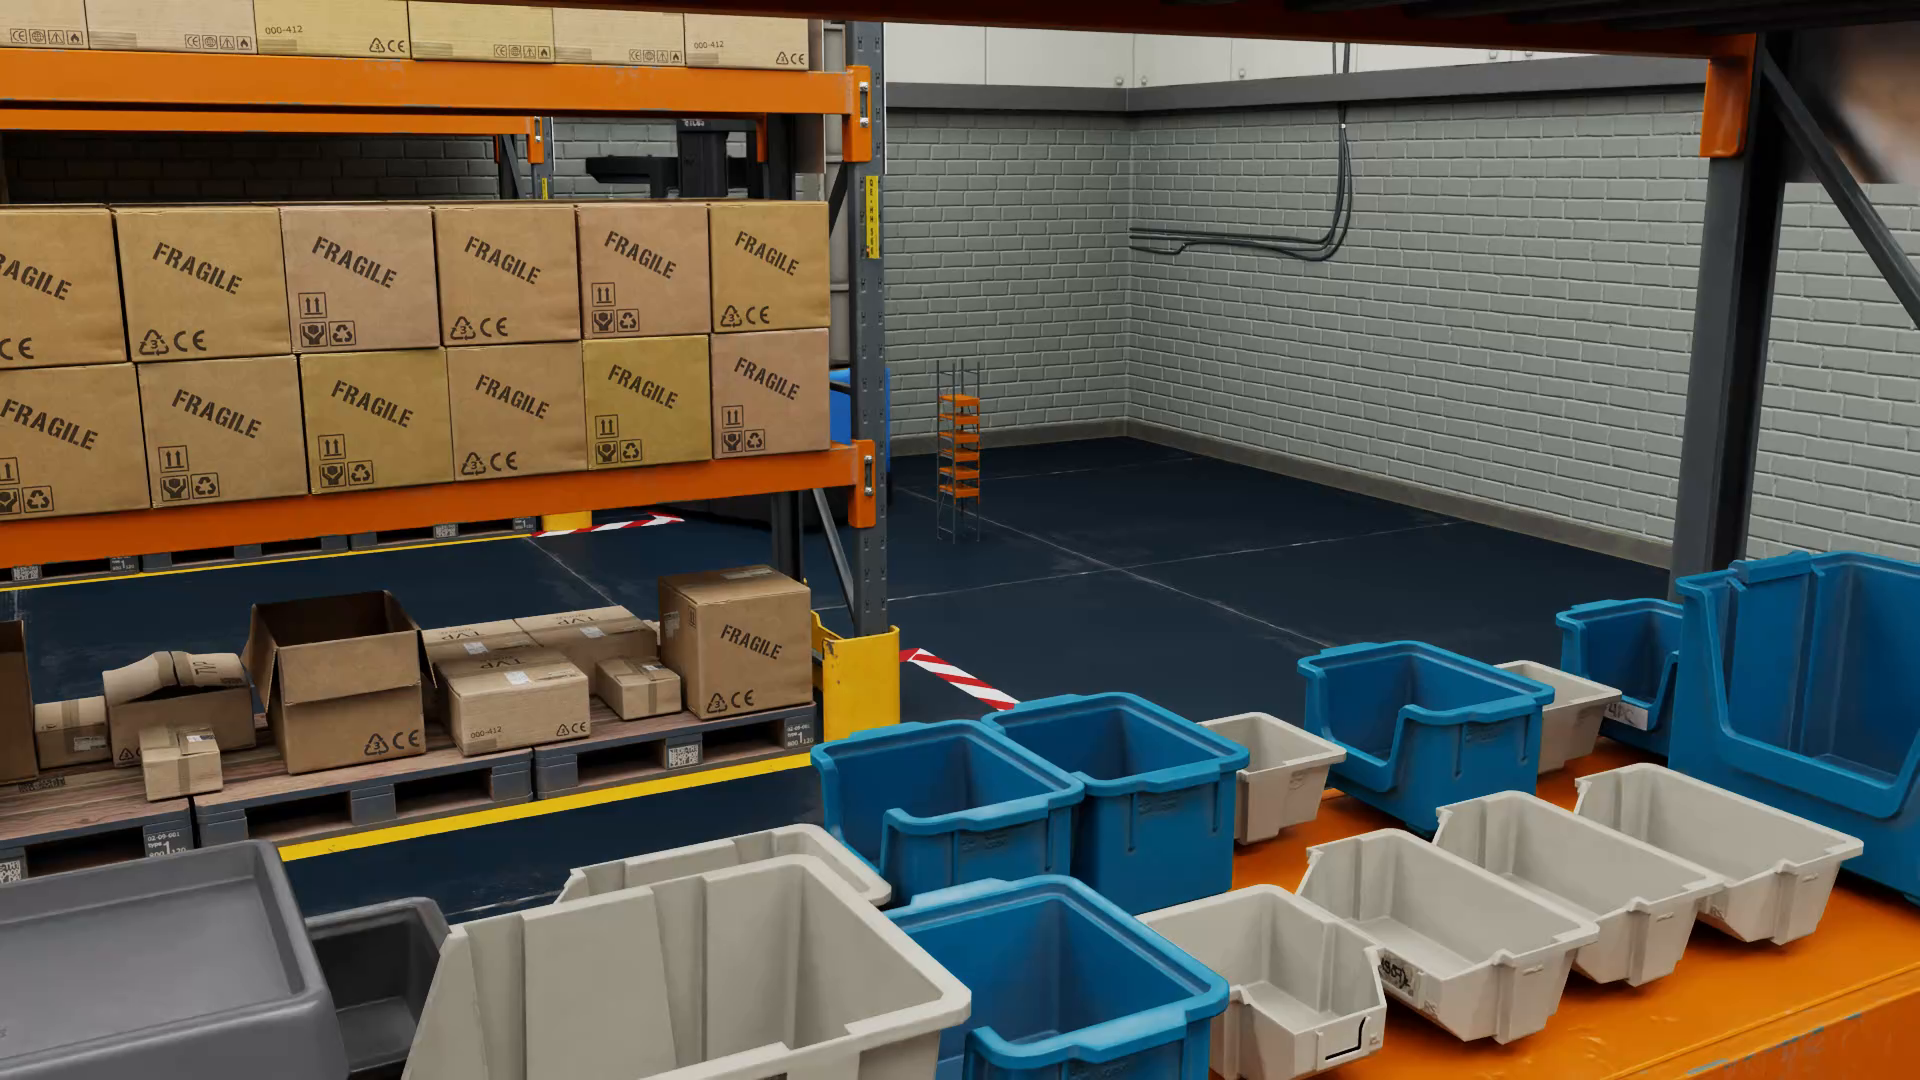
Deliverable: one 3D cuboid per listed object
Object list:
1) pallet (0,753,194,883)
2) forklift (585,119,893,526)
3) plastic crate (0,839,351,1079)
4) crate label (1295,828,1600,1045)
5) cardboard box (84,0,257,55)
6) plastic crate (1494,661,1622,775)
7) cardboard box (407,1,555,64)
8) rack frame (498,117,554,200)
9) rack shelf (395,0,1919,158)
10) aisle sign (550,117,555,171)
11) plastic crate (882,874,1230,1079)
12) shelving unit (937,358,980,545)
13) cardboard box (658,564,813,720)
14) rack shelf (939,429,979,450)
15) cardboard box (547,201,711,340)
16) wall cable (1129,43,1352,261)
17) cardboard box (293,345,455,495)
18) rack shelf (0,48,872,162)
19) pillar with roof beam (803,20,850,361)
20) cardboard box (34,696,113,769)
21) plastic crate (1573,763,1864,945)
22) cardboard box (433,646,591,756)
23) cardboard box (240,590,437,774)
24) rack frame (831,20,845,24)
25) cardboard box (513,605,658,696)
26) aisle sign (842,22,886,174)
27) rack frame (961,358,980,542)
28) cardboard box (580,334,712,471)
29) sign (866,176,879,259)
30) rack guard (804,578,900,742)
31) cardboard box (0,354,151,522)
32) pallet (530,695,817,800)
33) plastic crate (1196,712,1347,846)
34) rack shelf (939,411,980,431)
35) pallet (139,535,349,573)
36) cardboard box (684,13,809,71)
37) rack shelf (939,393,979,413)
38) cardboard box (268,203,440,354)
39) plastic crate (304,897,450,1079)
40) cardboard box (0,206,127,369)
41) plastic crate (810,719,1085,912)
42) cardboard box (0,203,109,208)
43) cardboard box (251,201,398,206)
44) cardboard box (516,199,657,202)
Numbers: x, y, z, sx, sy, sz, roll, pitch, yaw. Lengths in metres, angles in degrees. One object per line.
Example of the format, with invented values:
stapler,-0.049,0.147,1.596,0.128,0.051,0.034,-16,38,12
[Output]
pallet,-3.509,1.022,6.089,1.213,0.211,1.003,-7,14,-28
forklift,-1.977,-1.731,12.125,3.031,2.935,1.130,9,15,35
plastic crate,-0.838,0.582,1.408,0.583,0.464,0.402,-7,14,-28
crate label,0.646,0.549,2.300,0.243,0.136,0.396,-7,14,-28
cardboard box,-2.686,-1.764,5.627,0.500,0.250,0.500,-7,14,-28
plastic crate,1.073,0.347,3.198,0.298,0.136,0.250,-7,14,-28
cardboard box,-1.802,-1.867,6.084,0.500,0.250,0.500,-7,14,-28
rack frame,-2.978,-1.642,11.572,0.127,3.000,1.000,-7,14,-28
rack shelf,0.014,-0.635,1.903,4.000,0.370,1.077,-7,14,-28
aisle sign,-2.771,-2.860,11.063,0.004,0.787,0.394,-7,14,-28
plastic crate,0.089,0.585,1.921,0.300,0.233,0.416,-7,14,-28
shelving unit,-0.013,-0.584,10.971,0.189,1.200,0.258,-7,14,-28
cardboard box,-0.960,0.422,7.093,0.500,0.500,0.500,-7,14,-28
rack shelf,-0.013,-0.658,10.954,0.180,0.103,0.258,-7,14,-28
cardboard box,-1.303,-1.071,6.531,0.500,0.500,0.500,-6,14,-26
wall cable,2.158,-3.580,13.592,0.112,2.526,3.097,-7,14,-28
cardboard box,-2.200,-0.477,6.169,0.500,0.500,0.500,-7,14,-29
rack shelf,-2.357,-1.589,6.147,4.000,0.370,1.077,-7,14,-28
pillar with roof beam,1.040,-4.190,9.230,0.400,9.000,9.100,-7,14,-28
cardboard box,-3.447,0.744,6.463,0.250,0.149,0.380,-7,14,-28
plastic crate,1.140,0.488,2.575,0.243,0.136,0.396,-7,14,-28
cardboard box,-1.809,0.638,6.702,0.500,0.250,0.500,-7,14,-28
cardboard box,-2.465,0.538,6.571,0.637,0.503,0.797,-7,14,-28
rack frame,-0.601,-3.614,6.673,0.127,3.000,1.000,-7,14,-28
cardboard box,-1.653,0.494,7.341,0.500,0.250,0.500,-7,14,-28
aisle sign,-0.394,-1.904,6.816,0.004,0.787,0.394,-7,14,-28
rack frame,0.068,-0.593,11.013,0.006,1.200,0.240,-7,14,-28
cardboard box,-1.317,-0.581,6.633,0.500,0.500,0.500,-7,14,-27
sign,-0.353,-1.297,6.686,0.005,0.325,0.100,-7,14,-28
rack guard,-0.668,0.540,7.571,0.348,0.500,1.175,-7,14,-28
cardboard box,-3.086,-0.371,5.698,0.500,0.500,0.500,-7,14,-27
pallet,-1.367,0.765,7.229,1.213,0.211,1.003,-7,14,-28
plastic crate,0.478,0.419,2.881,0.298,0.136,0.250,-7,14,-28
rack shelf,-0.013,-0.775,10.928,0.180,0.103,0.258,-7,14,-28
pallet,-4.712,-0.055,10.871,1.213,0.211,1.003,-7,14,-28
cardboard box,-0.926,-1.973,6.553,0.500,0.250,0.500,-7,14,-28
rack shelf,-0.013,-0.892,10.901,0.180,0.103,0.258,-7,14,-28
cardboard box,-2.207,-0.961,6.044,0.500,0.500,0.500,-6,14,-26
plastic crate,-0.888,0.624,1.996,0.590,0.125,0.437,-7,14,-28
cardboard box,-3.111,-0.853,5.562,0.500,0.500,0.500,-7,15,-30
plastic crate,-0.025,0.453,2.511,0.300,0.233,0.416,-7,14,-28
cardboard box,-3.344,-0.961,6.041,0.500,0.500,0.500,-7,15,-29
cardboard box,-2.459,-1.066,6.511,0.500,0.500,0.500,-7,14,-28
cardboard box,-1.572,-1.172,6.979,0.500,0.500,0.500,-7,14,-27
